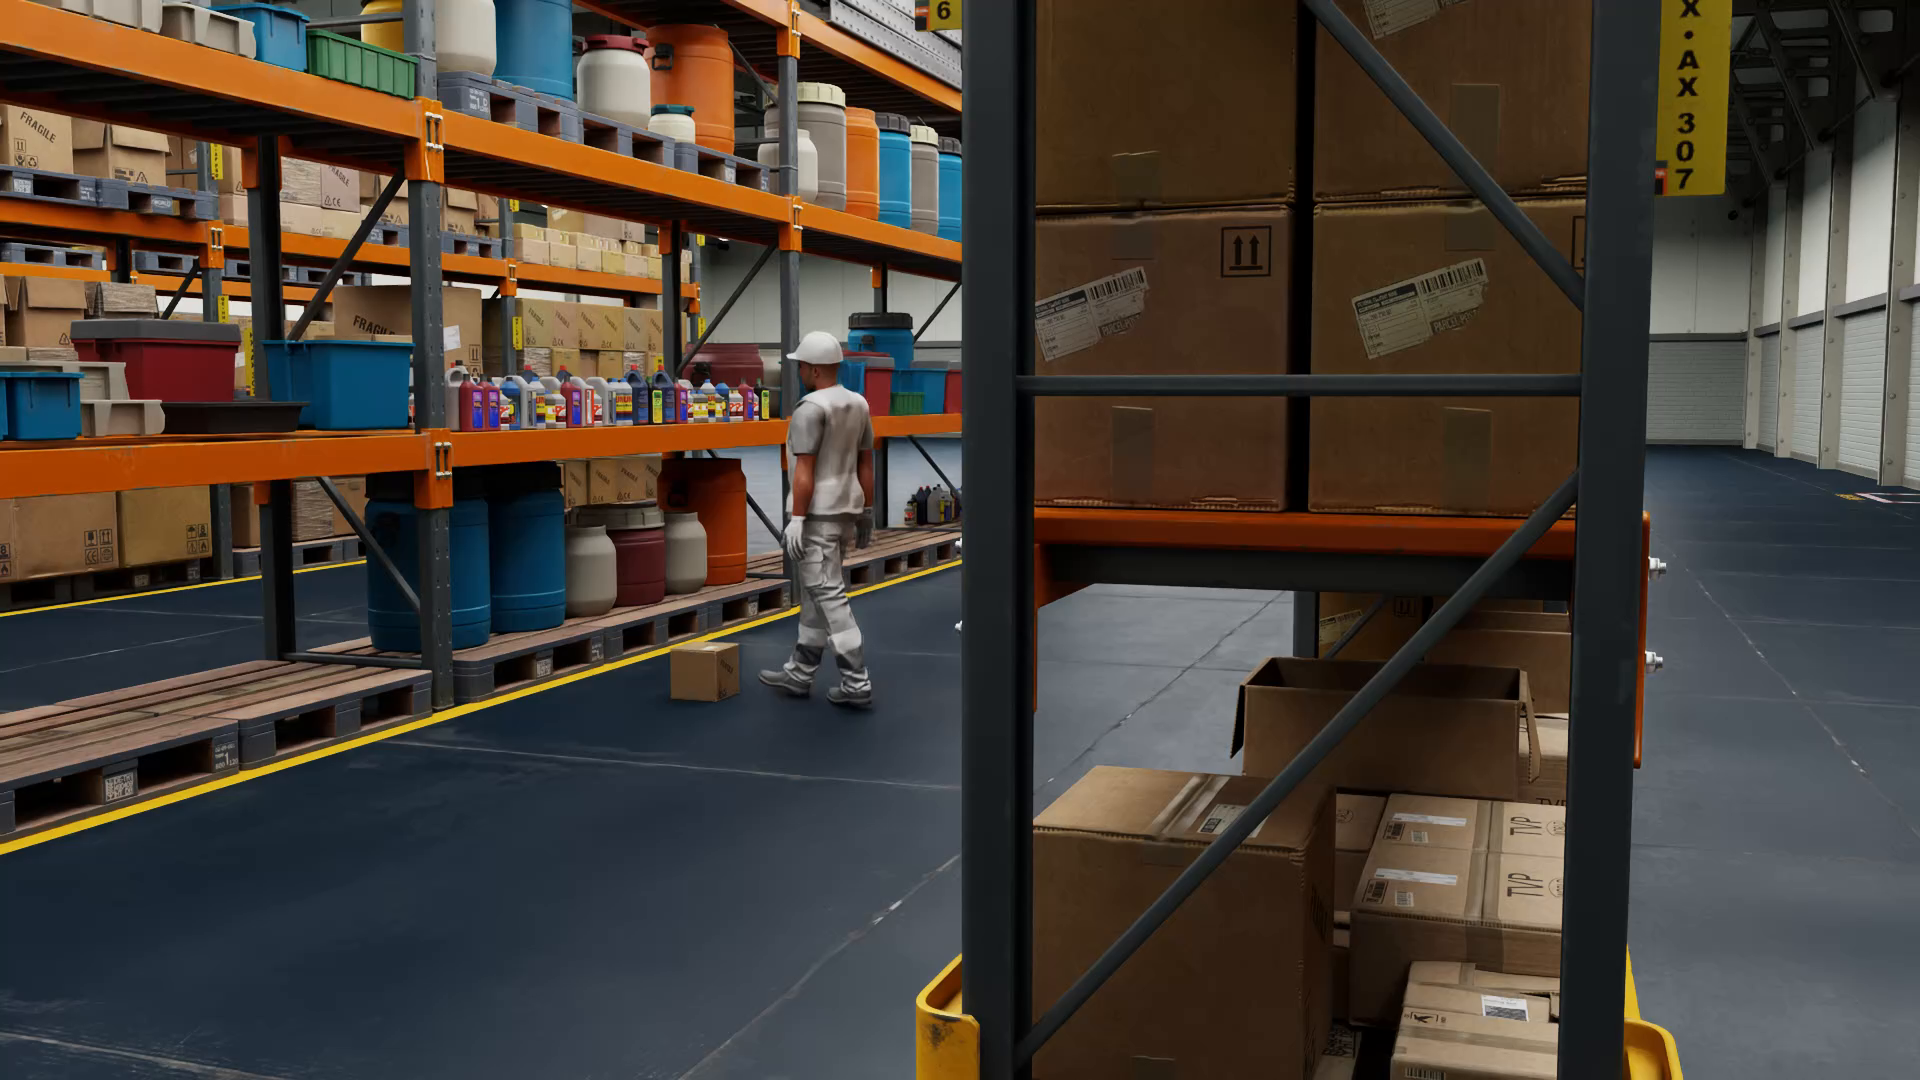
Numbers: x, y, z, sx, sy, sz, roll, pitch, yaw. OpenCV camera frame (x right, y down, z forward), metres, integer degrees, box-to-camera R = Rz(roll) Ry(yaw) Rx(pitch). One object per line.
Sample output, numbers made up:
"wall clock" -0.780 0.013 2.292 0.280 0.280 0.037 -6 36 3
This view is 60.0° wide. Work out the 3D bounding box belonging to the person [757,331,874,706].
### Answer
"person" -0.724 -0.107 7.990 0.763 1.774 0.589 3 6 32
